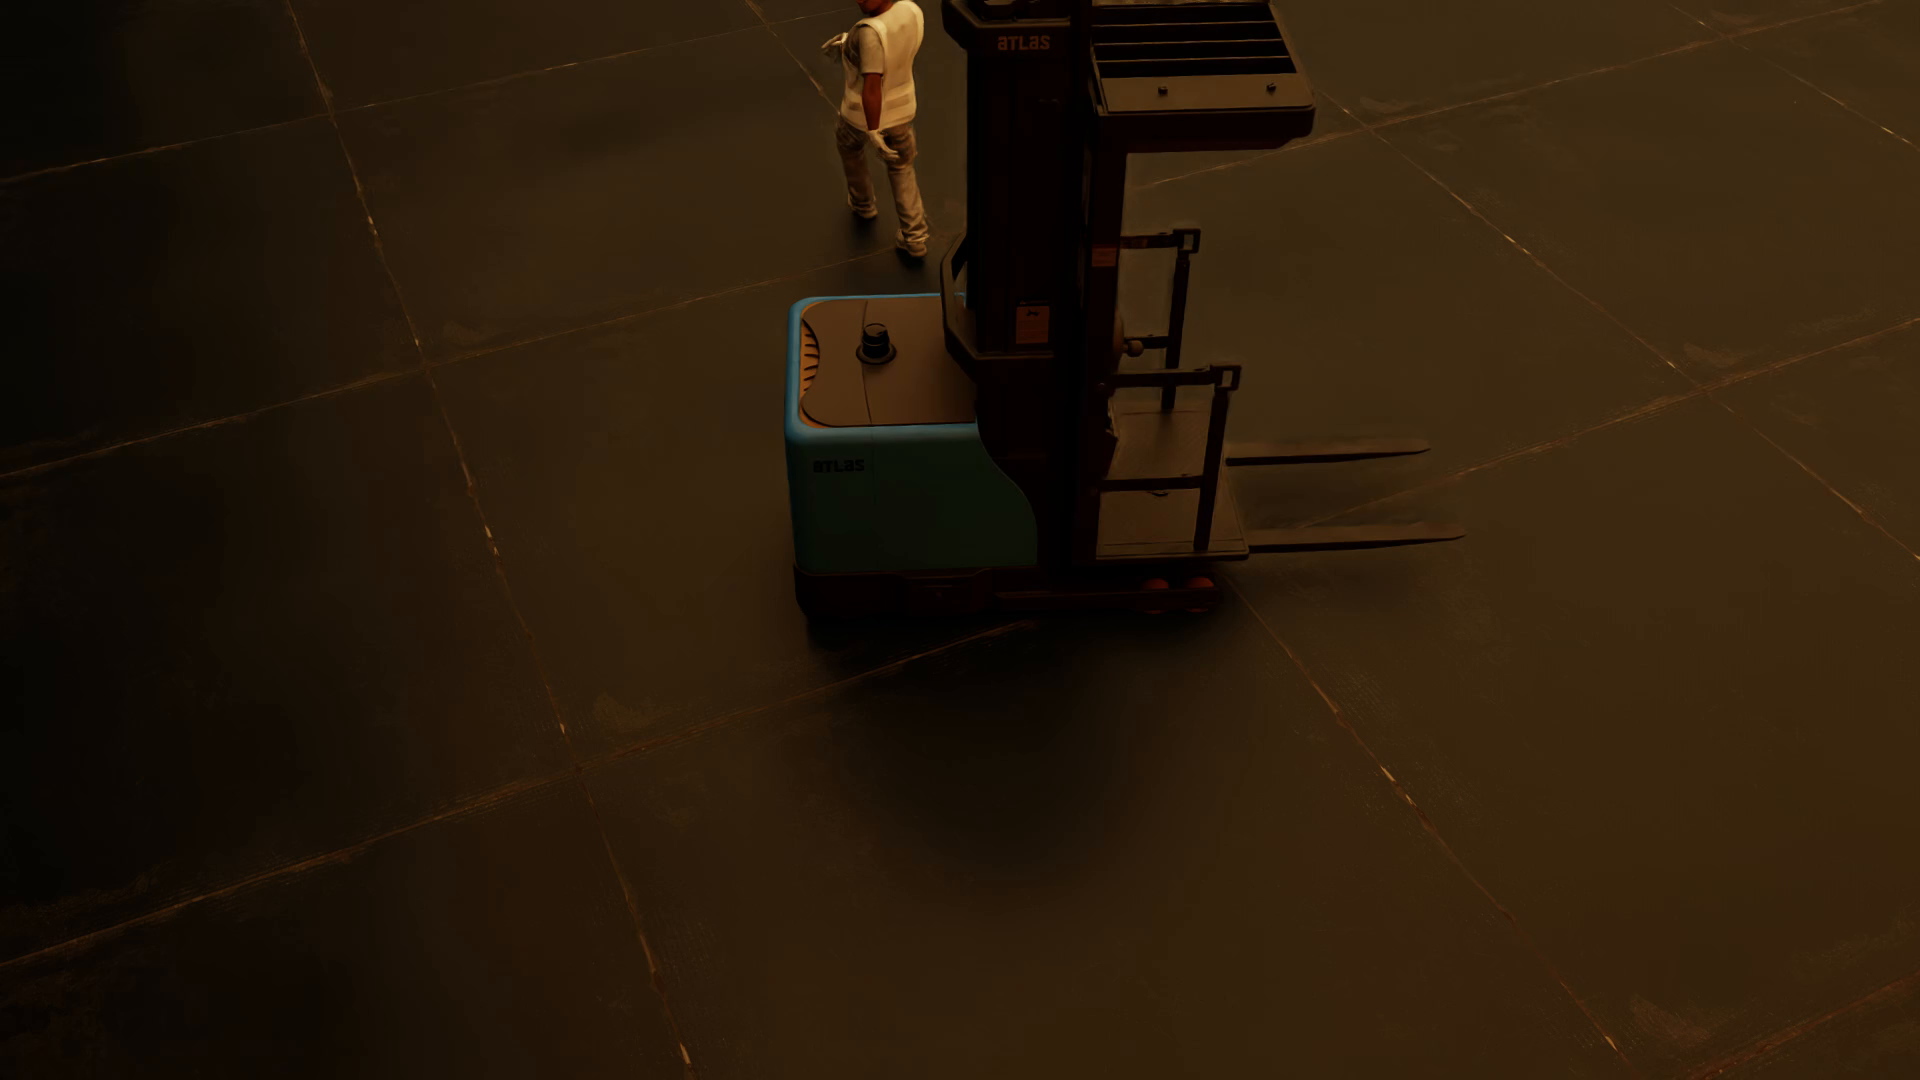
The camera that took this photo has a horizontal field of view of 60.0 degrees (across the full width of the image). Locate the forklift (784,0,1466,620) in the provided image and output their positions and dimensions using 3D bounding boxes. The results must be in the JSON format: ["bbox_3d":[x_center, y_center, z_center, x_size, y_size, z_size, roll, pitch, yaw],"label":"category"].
[{"bbox_3d":[0.759,-1.099,6.858,3.031,2.935,1.130,-2,43,-2],"label":"forklift"}]

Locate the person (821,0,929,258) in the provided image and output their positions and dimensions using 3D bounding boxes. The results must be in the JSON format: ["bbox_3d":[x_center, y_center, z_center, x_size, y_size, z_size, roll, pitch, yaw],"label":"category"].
[{"bbox_3d":[-0.443,-2.394,9.176,0.572,1.706,0.975,-23,48,-23],"label":"person"}]
